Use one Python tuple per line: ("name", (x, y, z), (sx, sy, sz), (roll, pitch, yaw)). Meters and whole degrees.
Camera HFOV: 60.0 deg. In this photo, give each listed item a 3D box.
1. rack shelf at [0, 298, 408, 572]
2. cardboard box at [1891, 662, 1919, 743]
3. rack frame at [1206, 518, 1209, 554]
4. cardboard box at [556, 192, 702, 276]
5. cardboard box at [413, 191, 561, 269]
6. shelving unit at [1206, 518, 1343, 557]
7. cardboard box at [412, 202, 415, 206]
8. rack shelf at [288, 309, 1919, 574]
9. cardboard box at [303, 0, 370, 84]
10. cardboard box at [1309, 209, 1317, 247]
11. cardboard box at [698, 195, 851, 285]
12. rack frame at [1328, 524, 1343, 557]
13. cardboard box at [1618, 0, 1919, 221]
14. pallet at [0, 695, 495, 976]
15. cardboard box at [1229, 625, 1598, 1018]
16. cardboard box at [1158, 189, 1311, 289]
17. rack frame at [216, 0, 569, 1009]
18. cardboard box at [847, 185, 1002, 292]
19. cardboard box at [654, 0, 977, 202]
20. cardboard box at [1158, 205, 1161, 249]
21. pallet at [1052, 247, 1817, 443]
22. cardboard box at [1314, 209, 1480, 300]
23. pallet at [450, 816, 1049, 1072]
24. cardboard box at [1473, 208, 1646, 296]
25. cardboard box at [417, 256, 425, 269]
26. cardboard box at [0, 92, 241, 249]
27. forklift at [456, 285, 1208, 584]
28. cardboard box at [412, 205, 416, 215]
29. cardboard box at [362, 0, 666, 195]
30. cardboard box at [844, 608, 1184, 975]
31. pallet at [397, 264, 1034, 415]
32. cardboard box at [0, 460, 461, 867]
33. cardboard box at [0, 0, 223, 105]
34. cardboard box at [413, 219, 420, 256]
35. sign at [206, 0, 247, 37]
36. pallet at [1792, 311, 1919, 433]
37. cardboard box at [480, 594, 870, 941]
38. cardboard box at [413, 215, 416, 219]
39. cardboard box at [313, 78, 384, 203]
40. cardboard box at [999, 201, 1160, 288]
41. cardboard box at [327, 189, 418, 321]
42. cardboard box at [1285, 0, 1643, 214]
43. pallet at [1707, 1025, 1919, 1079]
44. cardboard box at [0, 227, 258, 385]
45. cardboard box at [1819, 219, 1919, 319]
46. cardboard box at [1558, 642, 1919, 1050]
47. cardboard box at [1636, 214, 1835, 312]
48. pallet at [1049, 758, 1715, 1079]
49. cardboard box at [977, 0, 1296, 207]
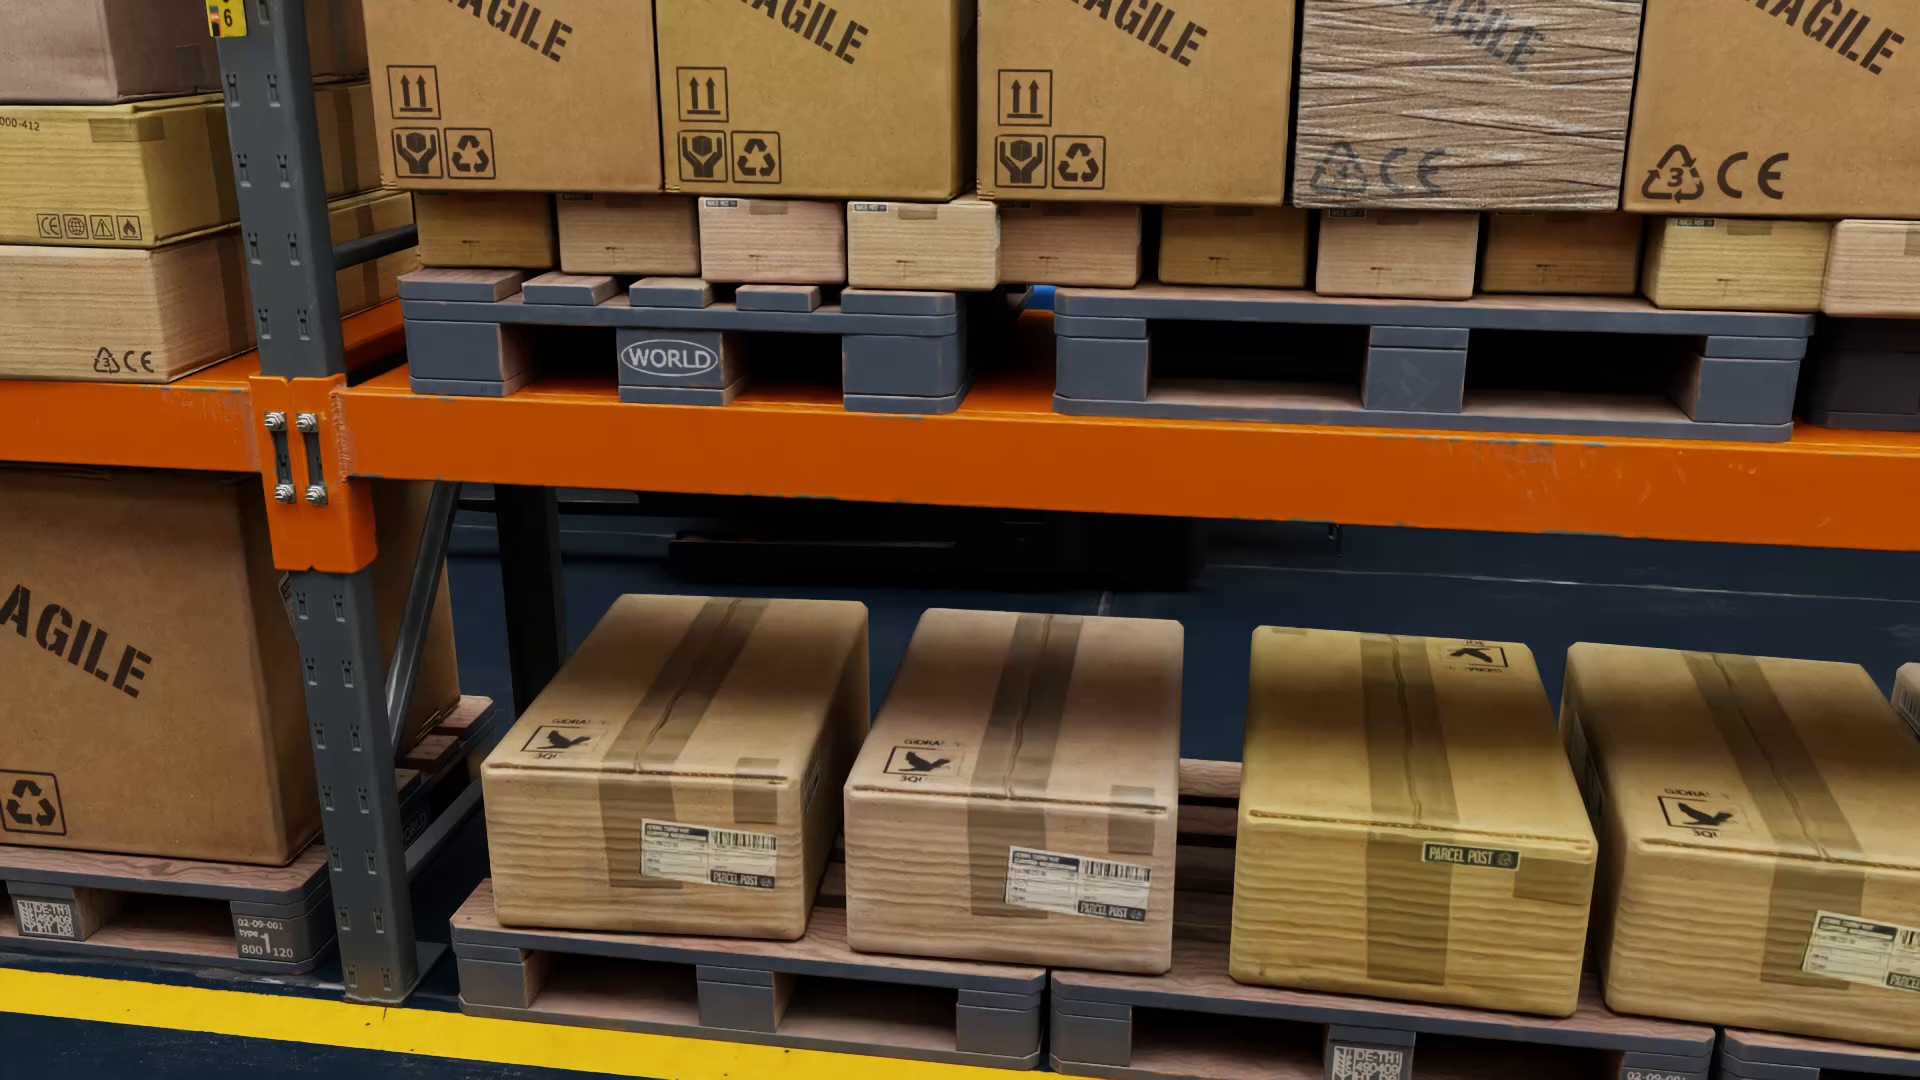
("rack shelf", (-3.107, -0.377, 3.837), (4.000, 0.370, 1.077), (3, 19, 9))
("cardboard box", (2.299, 0.605, 3.247), (0.625, 0.372, 0.950), (3, 19, 9))
("rack frame", (0.917, -0.557, 6.076), (0.015, 1.200, 0.240), (1, 19, 4))
("cardboard box", (-0.567, -0.598, 3.098), (0.250, 0.149, 0.380), (2, 19, 5))
("cardboard box", (-0.841, -0.623, 3.172), (0.250, 0.149, 0.380), (2, 19, 5))
("shelving unit", (1.160, -0.551, 6.059), (0.503, 1.200, 0.258), (1, 19, 4))
("cardboard box", (-3.130, -1.742, 9.037), (0.250, 0.149, 0.380), (2, 19, 6))
("rack shelf", (0.843, -0.176, 3.235), (4.000, 0.370, 1.077), (3, 19, 9))
("cardboard box", (-1.580, -1.241, 3.551), (0.500, 0.500, 0.500), (2, 19, 7))
("cardboard box", (0.771, -0.702, 3.407), (0.250, 0.149, 0.380), (2, 19, 7))
("cardboard box", (-0.304, -0.570, 3.014), (0.250, 0.149, 0.380), (2, 19, 5))
("rack frame", (1.403, -0.545, 6.042), (0.015, 1.200, 0.240), (1, 19, 4))
("cardboard box", (1.326, -0.808, 2.702), (0.500, 0.500, 0.500), (4, 19, 11))
("pallet", (-1.899, 0.641, 4.054), (1.213, 0.211, 1.003), (3, 19, 9))
("cardboard box", (0.902, 0.535, 3.455), (0.625, 0.372, 0.950), (4, 19, 10))
("cardboard box", (0.500, -0.560, 2.984), (0.250, 0.149, 0.380), (4, 19, 11))
("rack frame", (-1.132, -0.618, 3.422), (0.127, 3.000, 1.000), (3, 19, 9))
("cardboard box", (-0.036, -0.550, 2.953), (0.250, 0.149, 0.380), (3, 19, 9))
("cardboard box", (-0.209, -0.886, 2.936), (0.500, 0.500, 0.500), (4, 19, 11))
("cardboard box", (0.510, -0.689, 3.368), (0.250, 0.149, 0.380), (3, 19, 9))
("pallet", (0.829, -0.440, 3.193), (1.213, 0.211, 1.003), (3, 19, 9))
("cardboard box", (0.747, -0.527, 2.884), (0.250, 0.149, 0.380), (4, 19, 10))
("pallet", (-0.361, 0.744, 3.746), (1.213, 0.211, 1.003), (3, 19, 9))
("cardboard box", (1.017, -0.537, 2.915), (0.250, 0.149, 0.380), (2, 19, 7))
("cardboard box", (-2.837, -1.243, 8.568), (0.500, 0.500, 0.500), (2, 19, 7))
("cardboard box", (-1.651, -0.728, 3.201), (0.500, 0.250, 0.500), (3, 19, 8))
("forklift", (-0.621, -1.405, 5.882), (3.031, 2.935, 1.130), (1, 19, 4))
("cardboard box", (-2.866, -1.711, 8.945), (0.250, 0.149, 0.380), (3, 19, 10))
("cardboard box", (-0.725, -0.910, 3.008), (0.500, 0.500, 0.500), (2, 19, 7))
("cardboard box", (0.154, 0.495, 3.575), (0.625, 0.372, 0.950), (3, 19, 8))
("pallet", (-0.412, -0.524, 3.445), (1.003, 0.211, 1.213), (3, 19, 9))
("cardboard box", (-1.801, 0.130, 3.874), (0.875, 0.875, 0.875), (3, 19, 8))
("cardboard box", (-1.684, -1.083, 3.080), (0.500, 0.500, 0.500), (2, 19, 7))
("cardboard box", (-2.687, -1.548, 8.458), (0.250, 0.149, 0.380), (4, 19, 11))
("sign", (-1.217, -0.993, 2.718), (0.005, 0.325, 0.100), (3, 19, 9))
("pallet", (2.086, -0.409, 3.102), (1.213, 0.211, 1.003), (3, 19, 9))
("cardboard box", (-0.576, 0.461, 3.678), (0.625, 0.372, 0.950), (2, 19, 5))
("cardboard box", (-2.931, -1.561, 8.498), (0.250, 0.149, 0.380), (3, 19, 9))
("cardboard box", (-1.593, -0.887, 3.674), (0.500, 0.250, 0.500), (3, 19, 8))
("cardboard box", (0.215, -0.562, 2.990), (0.250, 0.149, 0.380), (4, 19, 12))
("cardboard box", (-1.575, -0.650, 3.755), (0.500, 0.250, 0.500), (3, 19, 8))
("cardboard box", (0.809, -0.834, 2.780), (0.500, 0.500, 0.500), (2, 19, 7))
("pallet", (2.048, 0.867, 3.379), (1.213, 0.211, 1.003), (3, 19, 9))
("cardboard box", (-1.673, -0.491, 3.279), (0.500, 0.250, 0.500), (2, 19, 7))
("cardboard box", (1.496, -0.468, 2.709), (0.250, 0.149, 0.380), (3, 19, 9))
("cardboard box", (1.589, 0.570, 3.352), (0.625, 0.372, 0.950), (4, 19, 12))
("cardboard box", (1.260, -0.492, 2.779), (0.250, 0.149, 0.380), (3, 19, 9))
("pallet", (0.840, 0.807, 3.560), (1.213, 0.211, 1.003), (3, 19, 9))
("cardboard box", (0.316, -0.862, 2.863), (0.500, 0.500, 0.500), (3, 19, 10))
